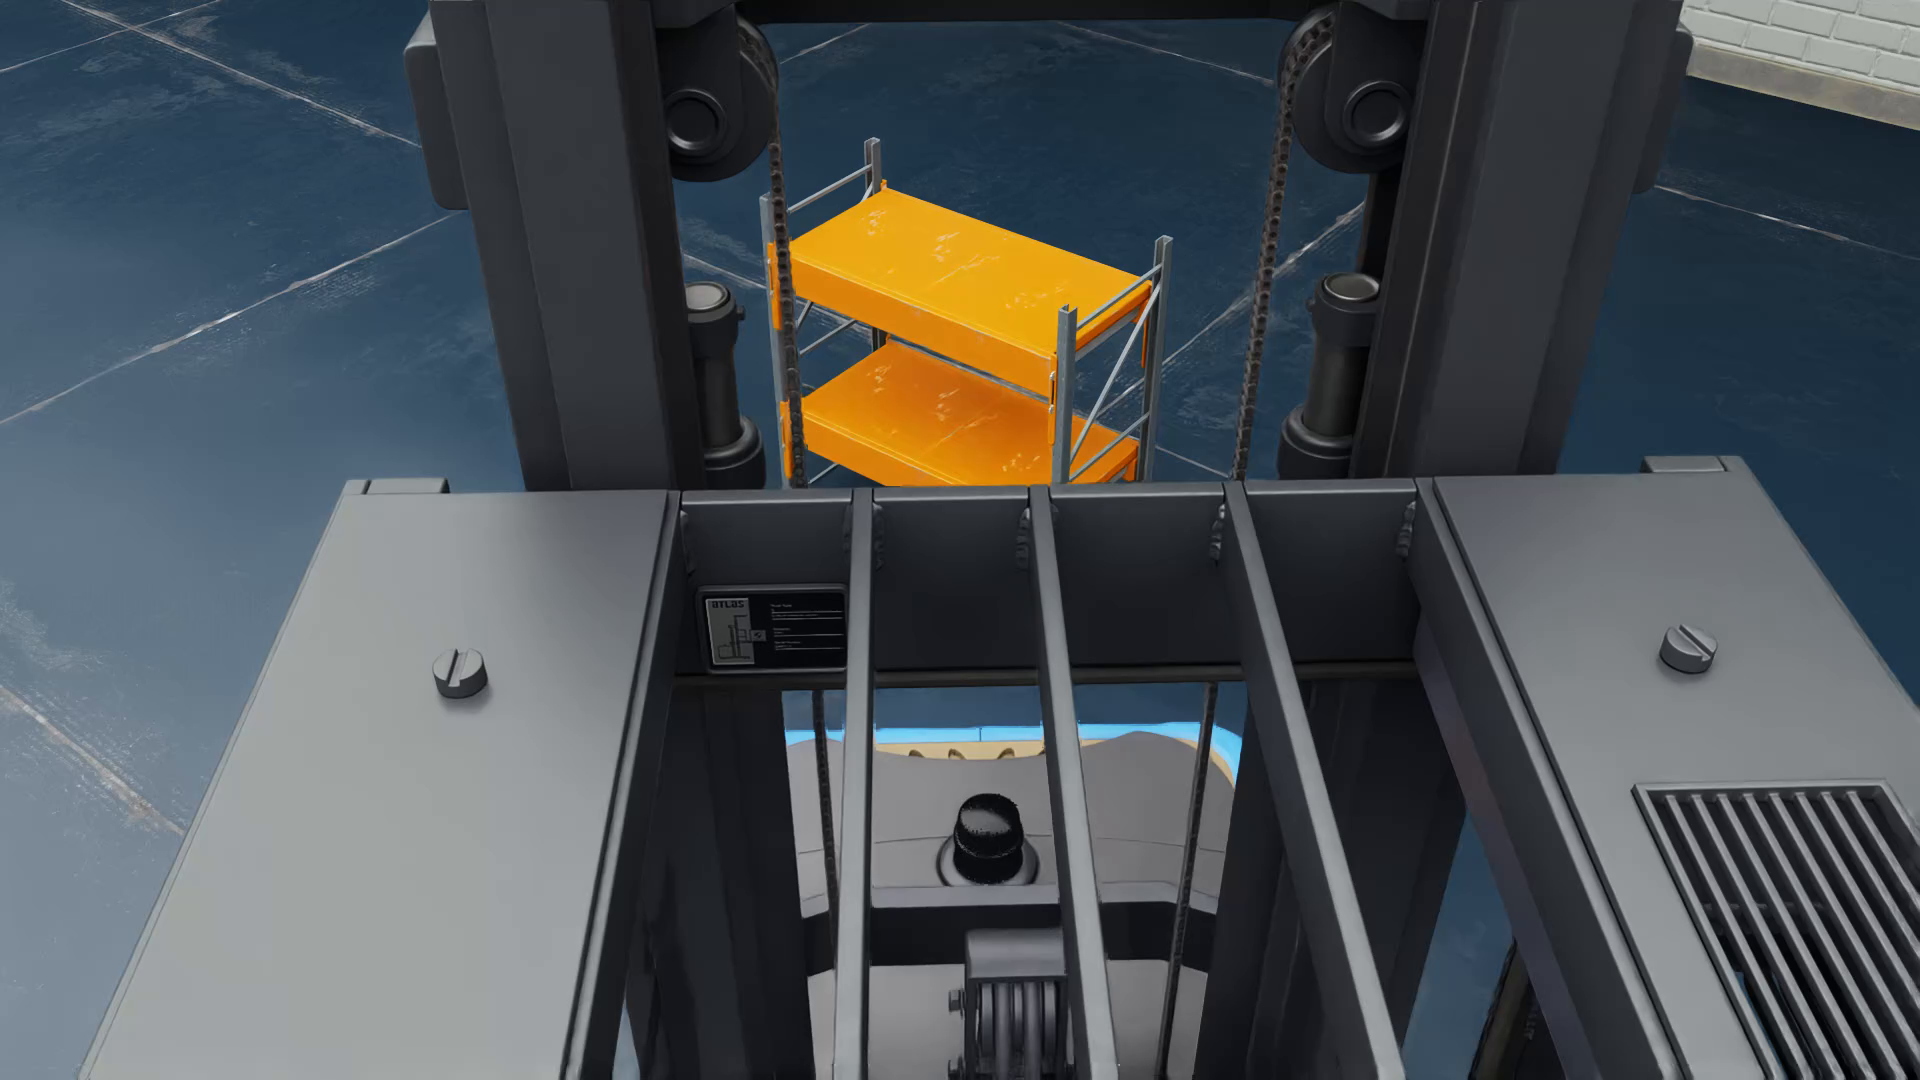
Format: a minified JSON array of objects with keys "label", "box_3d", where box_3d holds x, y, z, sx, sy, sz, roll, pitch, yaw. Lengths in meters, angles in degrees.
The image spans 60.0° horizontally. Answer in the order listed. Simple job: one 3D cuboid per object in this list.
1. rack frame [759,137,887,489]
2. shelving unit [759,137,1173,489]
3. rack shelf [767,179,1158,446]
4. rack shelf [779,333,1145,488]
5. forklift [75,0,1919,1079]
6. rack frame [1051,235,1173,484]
[{"label":"rack frame","box_3d":[-0.398,-0.631,5.143,0.032,1.125,0.500,25,45,29]},{"label":"shelving unit","box_3d":[0.005,-0.440,4.900,1.048,1.125,0.538,25,45,29]},{"label":"rack shelf","box_3d":[0.005,-0.671,4.720,1.000,0.278,0.538,25,45,29]},{"label":"rack shelf","box_3d":[0.005,-0.248,5.051,1.000,0.278,0.538,25,45,29]},{"label":"forklift","box_3d":[0.079,0.940,1.672,1.130,2.935,3.031,-1,38,-1]},{"label":"rack frame","box_3d":[0.409,-0.250,4.657,0.032,1.125,0.500,25,45,29]}]
